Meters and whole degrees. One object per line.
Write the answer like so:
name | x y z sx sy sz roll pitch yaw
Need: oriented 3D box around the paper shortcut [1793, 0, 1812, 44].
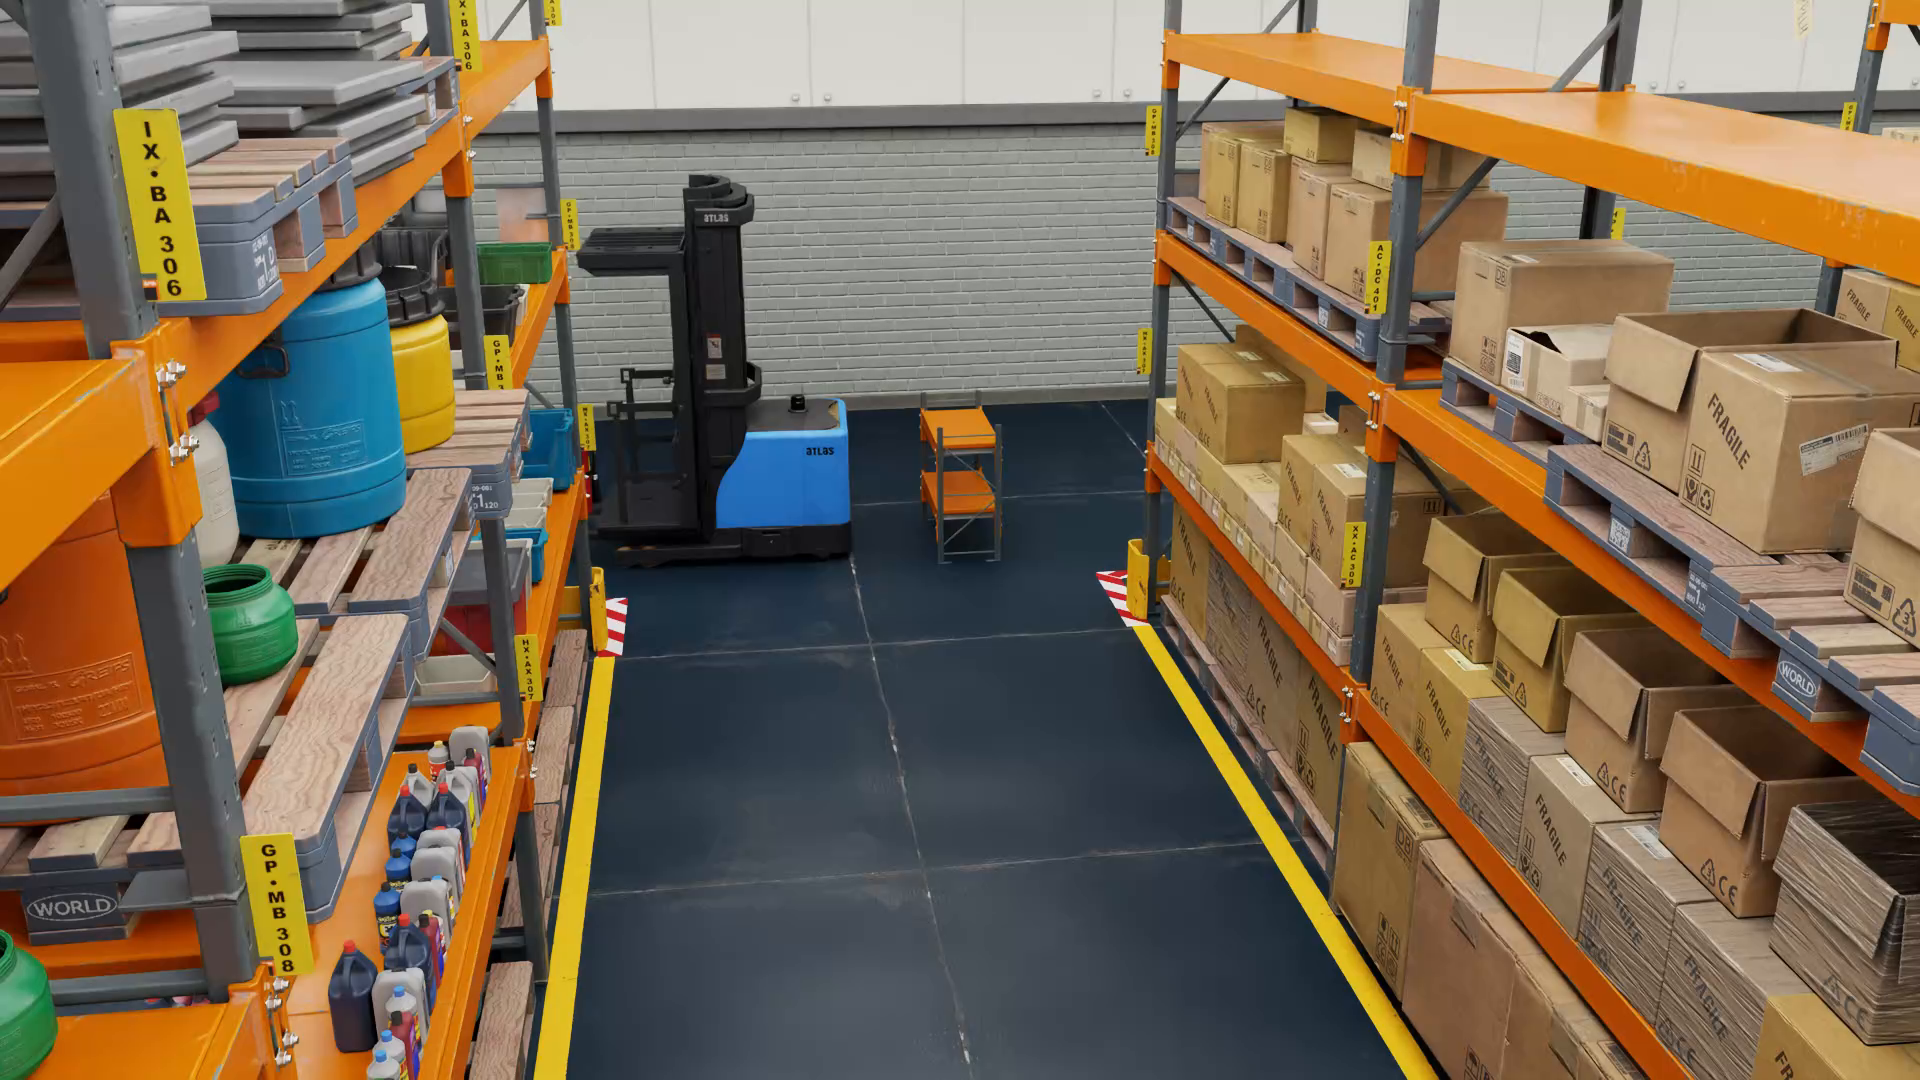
paper shortcut | 2.282 -1.437 4.503 0.009 0.170 0.078 7 -12 -11

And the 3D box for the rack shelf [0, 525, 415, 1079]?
rack shelf | -2.198 0.359 5.210 1.077 0.370 4.000 -3 21 -8

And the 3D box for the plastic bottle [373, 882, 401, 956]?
plastic bottle | -2.052 1.355 5.984 0.097 0.271 0.097 0 20 0

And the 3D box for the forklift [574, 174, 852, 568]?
forklift | -2.410 -1.343 13.122 3.031 2.935 1.130 -2 21 -5

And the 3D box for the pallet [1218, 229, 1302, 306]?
pallet | 2.135 -1.584 9.511 1.003 0.211 1.213 -3 21 -8

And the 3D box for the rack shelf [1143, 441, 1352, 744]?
rack shelf | 2.127 0.129 10.112 1.077 0.370 4.000 -3 21 -8

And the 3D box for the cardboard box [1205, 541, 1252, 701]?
cardboard box | 2.141 0.431 10.712 0.875 0.875 0.875 -3 21 -8

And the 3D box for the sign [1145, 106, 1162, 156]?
sign | 1.289 -2.726 11.079 0.100 0.325 0.005 -3 21 -8

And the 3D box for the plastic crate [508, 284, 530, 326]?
plastic crate | -2.519 -1.229 8.810 0.437 0.136 0.530 -3 21 -8

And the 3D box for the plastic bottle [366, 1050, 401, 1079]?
plastic bottle | -1.761 1.686 5.100 0.097 0.271 0.097 0 20 0

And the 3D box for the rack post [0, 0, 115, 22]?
rack post | -2.119 -1.198 3.324 0.624 0.289 0.986 -3 21 -8

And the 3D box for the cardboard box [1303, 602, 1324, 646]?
cardboard box | 2.010 0.424 8.653 0.380 0.149 0.250 -3 21 -7

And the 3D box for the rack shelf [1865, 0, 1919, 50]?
rack shelf | 7.050 -2.895 9.639 1.077 0.370 4.000 -3 21 -8

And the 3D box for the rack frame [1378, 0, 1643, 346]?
rack frame | 2.415 -2.326 7.082 1.000 3.000 0.127 -3 21 -8

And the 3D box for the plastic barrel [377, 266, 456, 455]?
plastic barrel | -2.154 -0.650 6.013 0.600 0.588 0.600 0 20 0

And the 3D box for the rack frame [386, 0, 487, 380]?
rack frame | -2.486 -2.076 6.413 1.000 3.000 0.127 -3 21 -8

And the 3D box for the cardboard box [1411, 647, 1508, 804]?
cardboard box | 2.307 0.784 7.188 0.500 0.500 0.500 -3 21 -8

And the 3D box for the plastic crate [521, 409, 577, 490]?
plastic crate | -2.830 -0.589 10.869 0.616 0.435 0.499 -3 21 -8

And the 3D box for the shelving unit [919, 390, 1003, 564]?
shelving unit | -0.001 -0.529 13.526 0.538 1.125 1.048 -3 21 -8

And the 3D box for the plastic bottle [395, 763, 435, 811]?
plastic bottle | -2.172 1.066 6.644 0.144 0.351 0.185 -3 21 -8

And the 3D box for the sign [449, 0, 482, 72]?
sign | -1.941 -2.005 6.522 0.100 0.325 0.005 -3 21 -8

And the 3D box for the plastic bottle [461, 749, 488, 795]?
plastic bottle | -2.066 0.986 7.072 0.097 0.201 0.097 0 20 0

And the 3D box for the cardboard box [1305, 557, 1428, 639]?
cardboard box | 2.092 0.276 8.480 0.500 0.250 0.500 -3 21 -9

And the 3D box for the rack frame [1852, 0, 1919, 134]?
rack frame | 6.761 -3.926 11.366 1.000 3.000 0.127 -3 21 -8

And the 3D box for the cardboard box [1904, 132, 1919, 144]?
cardboard box | 6.602 -2.659 11.191 0.380 0.149 0.250 -2 21 -6

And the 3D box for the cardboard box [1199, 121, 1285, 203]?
cardboard box | 1.967 -2.419 10.732 0.700 0.500 0.500 -4 21 -11

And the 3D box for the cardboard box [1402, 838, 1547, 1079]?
cardboard box | 2.657 1.813 7.011 1.225 0.875 0.875 -4 21 -10

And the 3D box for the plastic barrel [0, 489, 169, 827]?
plastic barrel | -1.988 0.119 3.608 0.600 0.830 0.708 -3 21 -8

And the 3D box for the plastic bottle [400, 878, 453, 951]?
plastic bottle | -1.931 1.341 6.017 0.152 0.276 0.135 -3 21 -8

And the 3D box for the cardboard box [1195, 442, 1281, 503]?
cardboard box | 1.791 -0.436 10.385 0.500 0.250 0.500 -4 21 -10

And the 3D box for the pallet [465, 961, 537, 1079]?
pallet | -2.416 2.310 7.230 1.003 0.211 1.213 -3 21 -8

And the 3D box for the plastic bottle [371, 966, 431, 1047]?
plastic bottle | -1.852 1.531 5.507 0.152 0.276 0.135 -3 21 -8

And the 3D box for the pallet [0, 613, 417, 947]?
pallet | -1.923 0.533 3.985 1.003 0.211 1.213 -3 21 -8

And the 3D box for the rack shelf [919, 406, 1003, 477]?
rack shelf | -0.001 -0.803 13.423 0.538 0.278 1.000 -3 21 -8

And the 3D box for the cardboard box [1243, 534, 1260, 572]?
cardboard box | 1.861 0.068 9.605 0.380 0.149 0.250 -3 21 -9

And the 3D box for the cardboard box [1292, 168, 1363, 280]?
cardboard box | 2.170 -1.665 8.715 0.700 0.500 0.500 -2 21 -5

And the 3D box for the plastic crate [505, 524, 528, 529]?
plastic crate | -2.613 0.016 9.678 0.298 0.136 0.250 -3 21 -8

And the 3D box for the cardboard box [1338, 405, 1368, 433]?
cardboard box | 2.456 -0.465 9.393 0.500 0.500 0.500 -4 21 -9

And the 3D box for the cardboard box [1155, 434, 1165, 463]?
cardboard box | 1.563 -0.643 11.510 0.380 0.149 0.250 -3 21 -7

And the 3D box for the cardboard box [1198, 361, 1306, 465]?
cardboard box | 1.793 -0.789 10.258 0.500 0.500 0.500 -3 21 -9

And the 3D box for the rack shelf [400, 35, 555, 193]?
rack shelf | -2.774 -2.244 8.463 1.077 0.370 4.000 -3 21 -8

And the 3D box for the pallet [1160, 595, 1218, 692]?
pallet | 2.031 0.679 11.597 1.003 0.211 1.213 -3 21 -8

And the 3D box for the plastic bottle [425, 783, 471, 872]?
plastic bottle | -2.003 1.123 6.492 0.144 0.351 0.185 -3 21 -8

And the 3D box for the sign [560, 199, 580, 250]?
sign | -2.521 -2.040 10.754 0.100 0.325 0.005 -3 21 -8

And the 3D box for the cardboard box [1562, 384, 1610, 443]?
cardboard box | 2.481 -0.477 6.177 0.380 0.149 0.250 -4 21 -10

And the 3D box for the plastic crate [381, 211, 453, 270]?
plastic crate | -3.283 -1.847 10.275 0.497 0.269 0.590 -3 21 -8

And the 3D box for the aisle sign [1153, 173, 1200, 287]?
aisle sign | 1.531 -2.128 11.411 0.394 0.787 0.004 -3 21 -8

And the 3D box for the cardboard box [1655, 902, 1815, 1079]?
cardboard box | 2.609 1.491 5.293 0.500 0.500 0.500 -3 21 -8

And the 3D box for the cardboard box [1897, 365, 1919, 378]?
cardboard box | 6.655 -0.948 11.400 0.500 0.500 0.500 -3 21 -8

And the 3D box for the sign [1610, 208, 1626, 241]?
sign | 2.951 -1.341 7.544 0.100 0.325 0.005 -3 21 -8

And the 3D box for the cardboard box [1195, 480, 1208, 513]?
cardboard box | 1.713 -0.288 10.558 0.380 0.149 0.250 -3 21 -9

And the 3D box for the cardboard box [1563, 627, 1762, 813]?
cardboard box | 2.708 0.641 6.136 0.797 0.503 0.637 -2 21 -6
